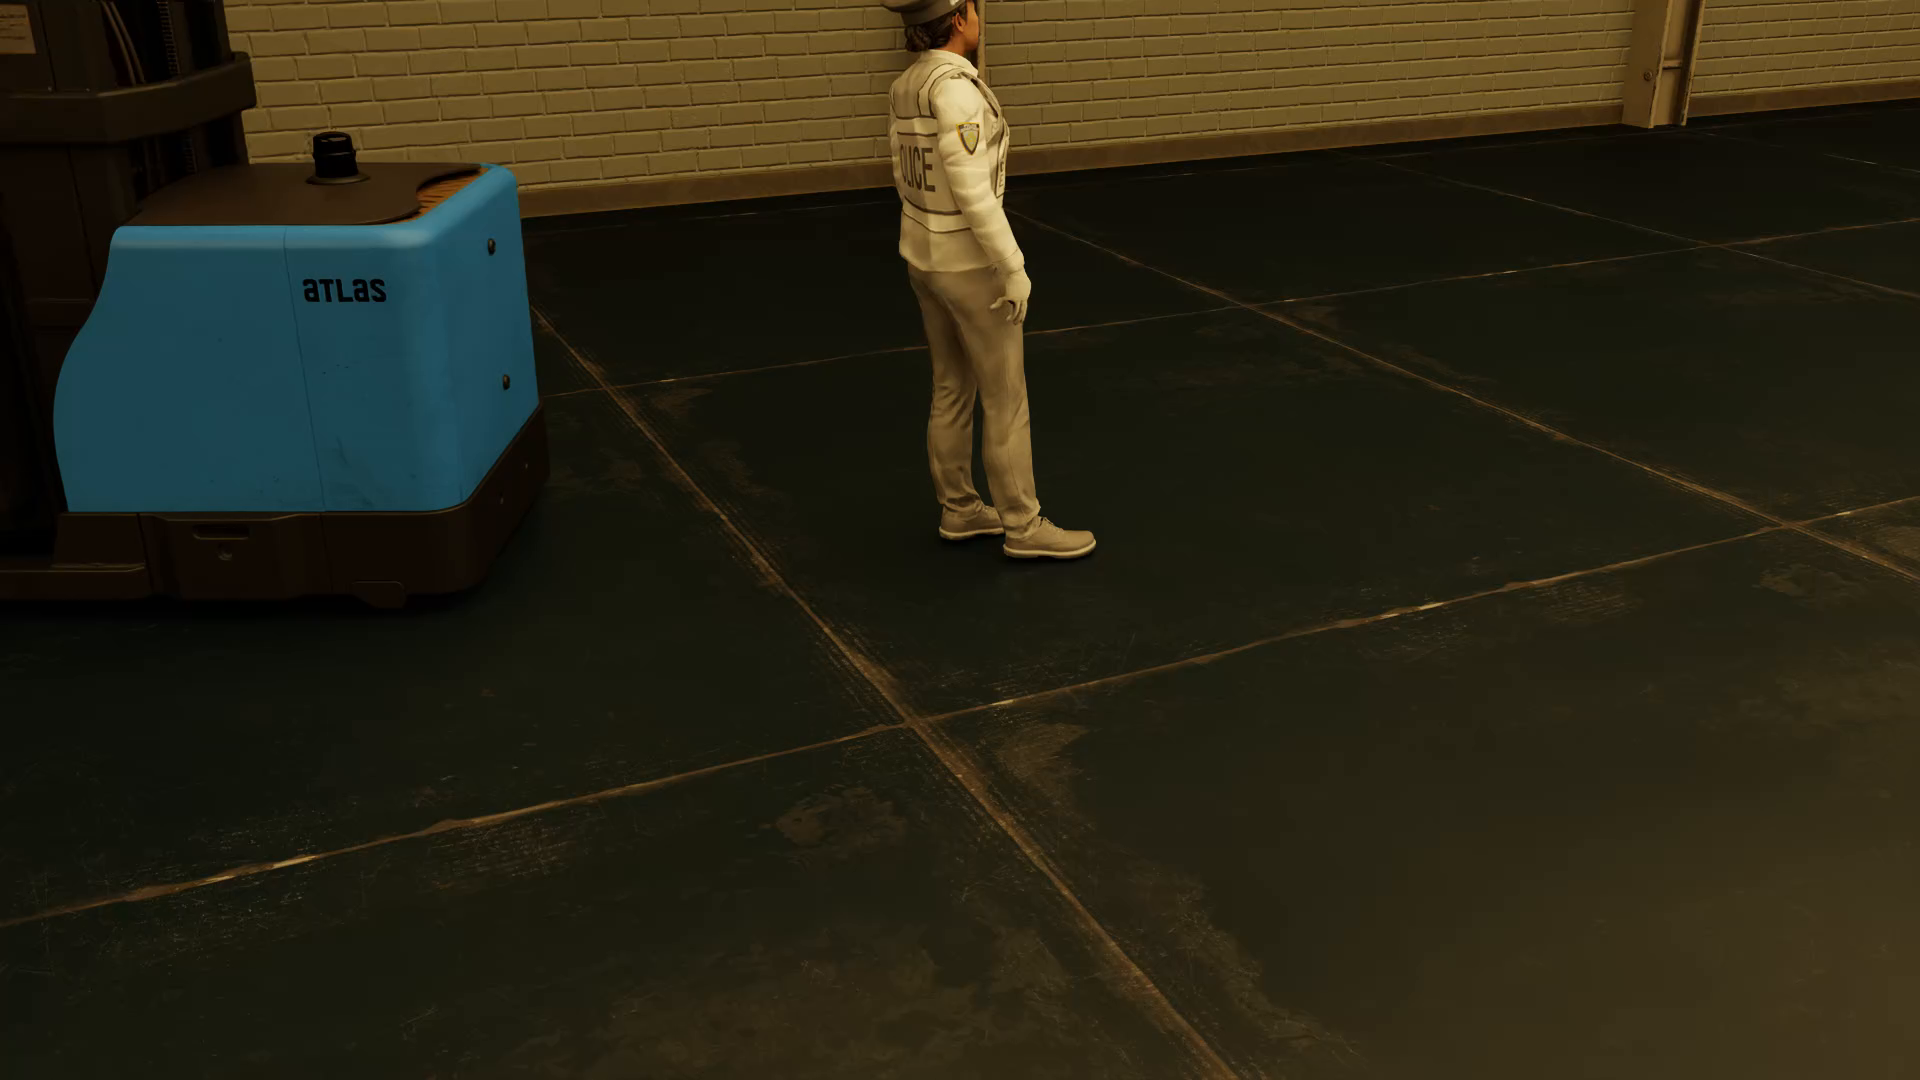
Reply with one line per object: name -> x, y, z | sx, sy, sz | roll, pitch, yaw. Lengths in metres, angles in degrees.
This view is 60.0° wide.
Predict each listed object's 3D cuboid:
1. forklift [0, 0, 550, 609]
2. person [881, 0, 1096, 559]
forklift -> -2.854, -1.337, 4.505 | 3.031, 2.935, 1.130 | 0, 23, 0
person -> 0.065, -0.798, 4.800 | 0.532, 1.694, 0.586 | -10, 25, -23
